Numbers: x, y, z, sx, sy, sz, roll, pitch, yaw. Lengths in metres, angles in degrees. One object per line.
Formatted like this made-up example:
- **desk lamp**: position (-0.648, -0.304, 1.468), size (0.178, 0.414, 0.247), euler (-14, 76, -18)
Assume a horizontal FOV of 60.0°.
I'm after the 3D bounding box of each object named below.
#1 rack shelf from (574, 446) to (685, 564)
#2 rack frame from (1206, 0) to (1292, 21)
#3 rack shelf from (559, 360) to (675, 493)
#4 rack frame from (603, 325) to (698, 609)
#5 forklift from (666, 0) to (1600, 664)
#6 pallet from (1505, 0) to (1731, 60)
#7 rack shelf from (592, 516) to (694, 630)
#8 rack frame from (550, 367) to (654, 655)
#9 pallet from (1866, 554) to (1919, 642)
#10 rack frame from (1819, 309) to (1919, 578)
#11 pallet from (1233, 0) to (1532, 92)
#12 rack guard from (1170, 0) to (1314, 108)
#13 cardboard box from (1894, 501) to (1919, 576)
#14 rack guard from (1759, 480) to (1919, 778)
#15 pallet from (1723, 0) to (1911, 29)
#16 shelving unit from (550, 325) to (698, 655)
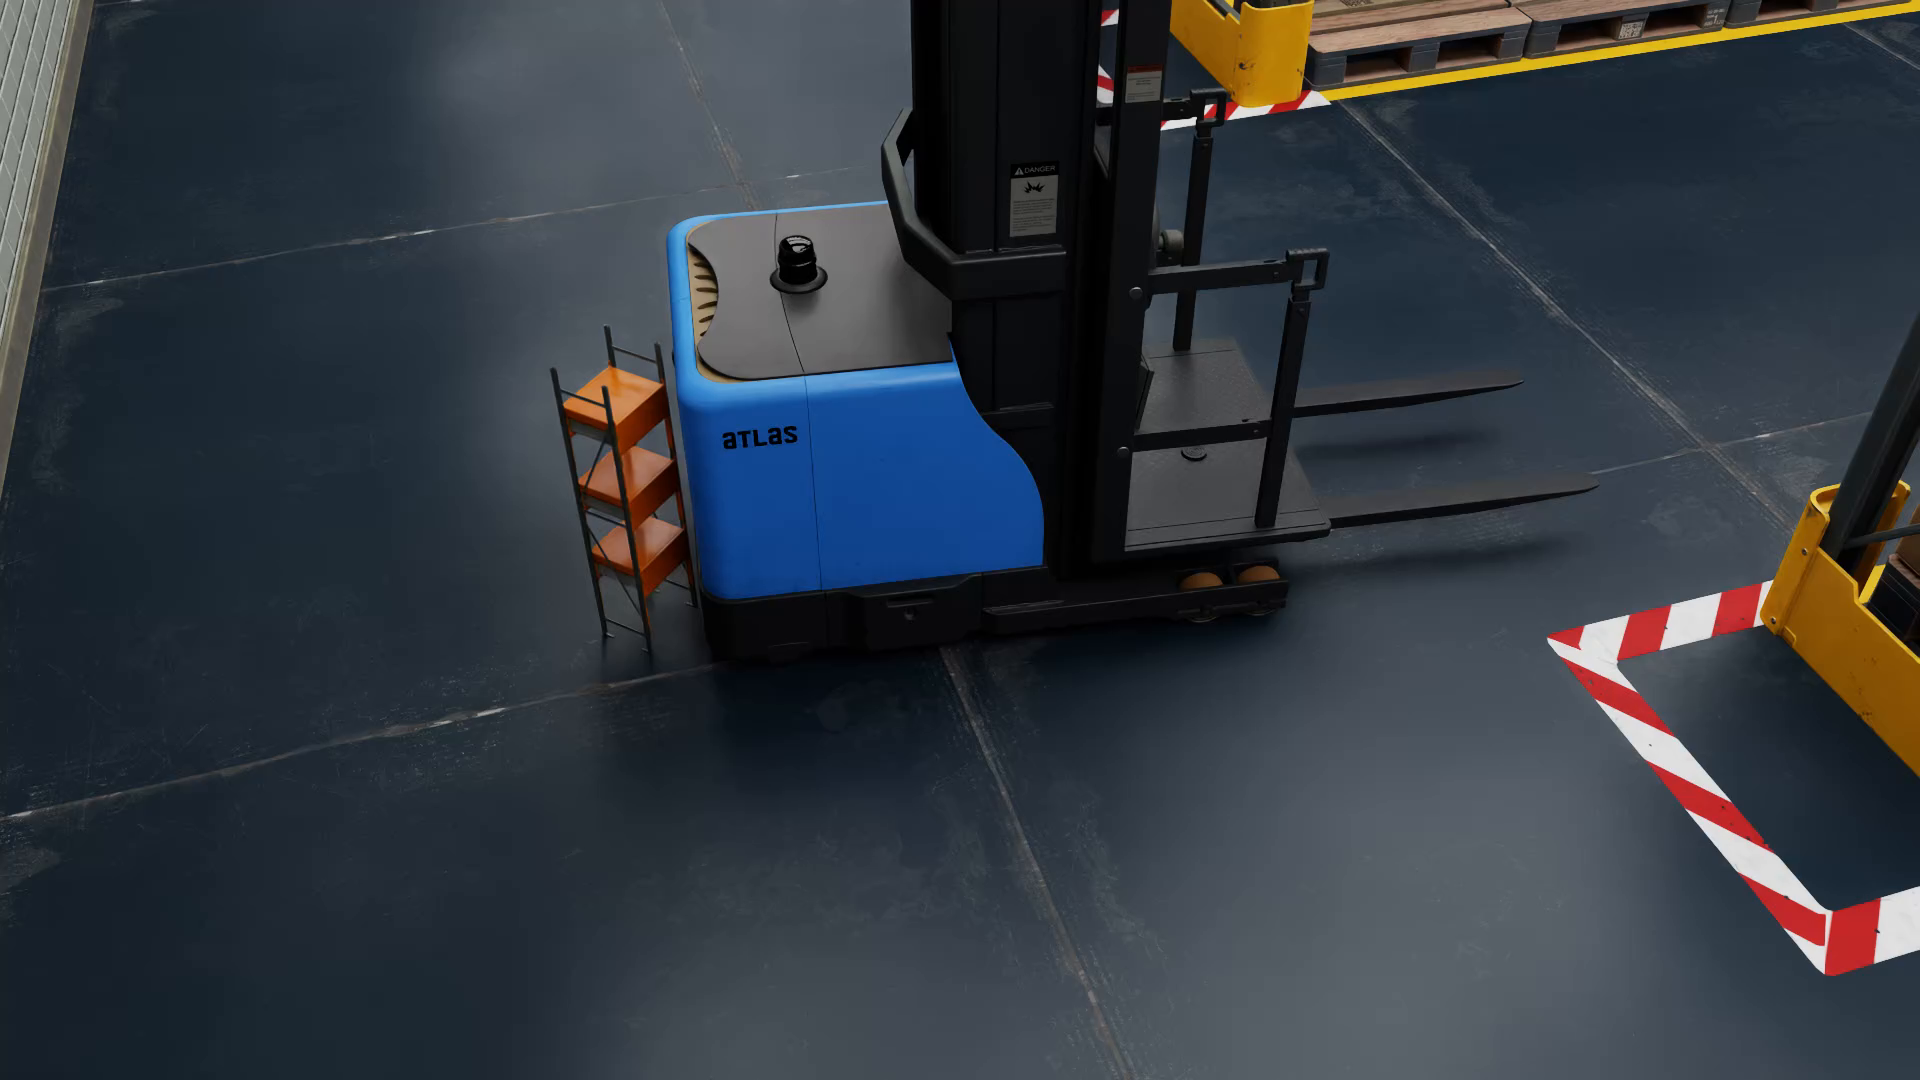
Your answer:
- **rack shelf**: position (-1.013, -0.124, 5.110), size (0.215, 0.259, 0.240), euler (20, 45, 21)
- **rack frame**: position (1.391, -3.660, 7.659), size (0.127, 3.000, 1.000), euler (-12, 42, -13)
- **rack shelf**: position (-1.014, -0.338, 4.923), size (0.215, 0.259, 0.240), euler (20, 45, 21)
- **rack frame**: position (-0.955, -0.202, 5.183), size (0.200, 1.050, 0.008), euler (20, 45, 21)
- **forklift**: position (0.619, -1.173, 4.864), size (3.031, 2.935, 1.130), euler (-6, 42, -7)
- **pallet**: position (3.351, -2.987, 9.008), size (1.213, 0.211, 1.003), euler (-12, 42, -13)
- **rack shelf**: position (-1.013, 0.085, 5.292), size (0.215, 0.259, 0.240), euler (20, 45, 21)
- **rack frame**: position (-1.072, -0.062, 5.022), size (0.200, 1.050, 0.008), euler (20, 45, 21)
- **pallet**: position (3.708, 0.327, 5.216), size (1.213, 0.211, 1.003), euler (-12, 42, -13)
- **rack frame**: position (2.876, -0.551, 4.100), size (0.127, 3.000, 1.000), euler (-12, 42, -13)
- **pallet**: position (2.190, -2.748, 8.735), size (1.213, 0.211, 1.003), euler (-12, 42, -13)
- **rack guard**: position (1.372, -2.706, 8.467), size (0.348, 0.500, 1.175), euler (-12, 42, -13)
- **cardboard box**: position (3.320, -0.037, 5.078), size (0.500, 0.500, 0.500), euler (-12, 42, -13)
- **rack guard**: position (2.948, 0.376, 4.940), size (0.348, 0.500, 1.175), euler (-12, 42, -13)
- **pallet**: position (4.517, -3.231, 9.287), size (1.213, 0.211, 1.003), euler (-12, 42, -13)
- **shelving unit**: position (-1.013, -0.132, 5.103), size (0.215, 1.050, 0.252), euler (20, 45, 21)
